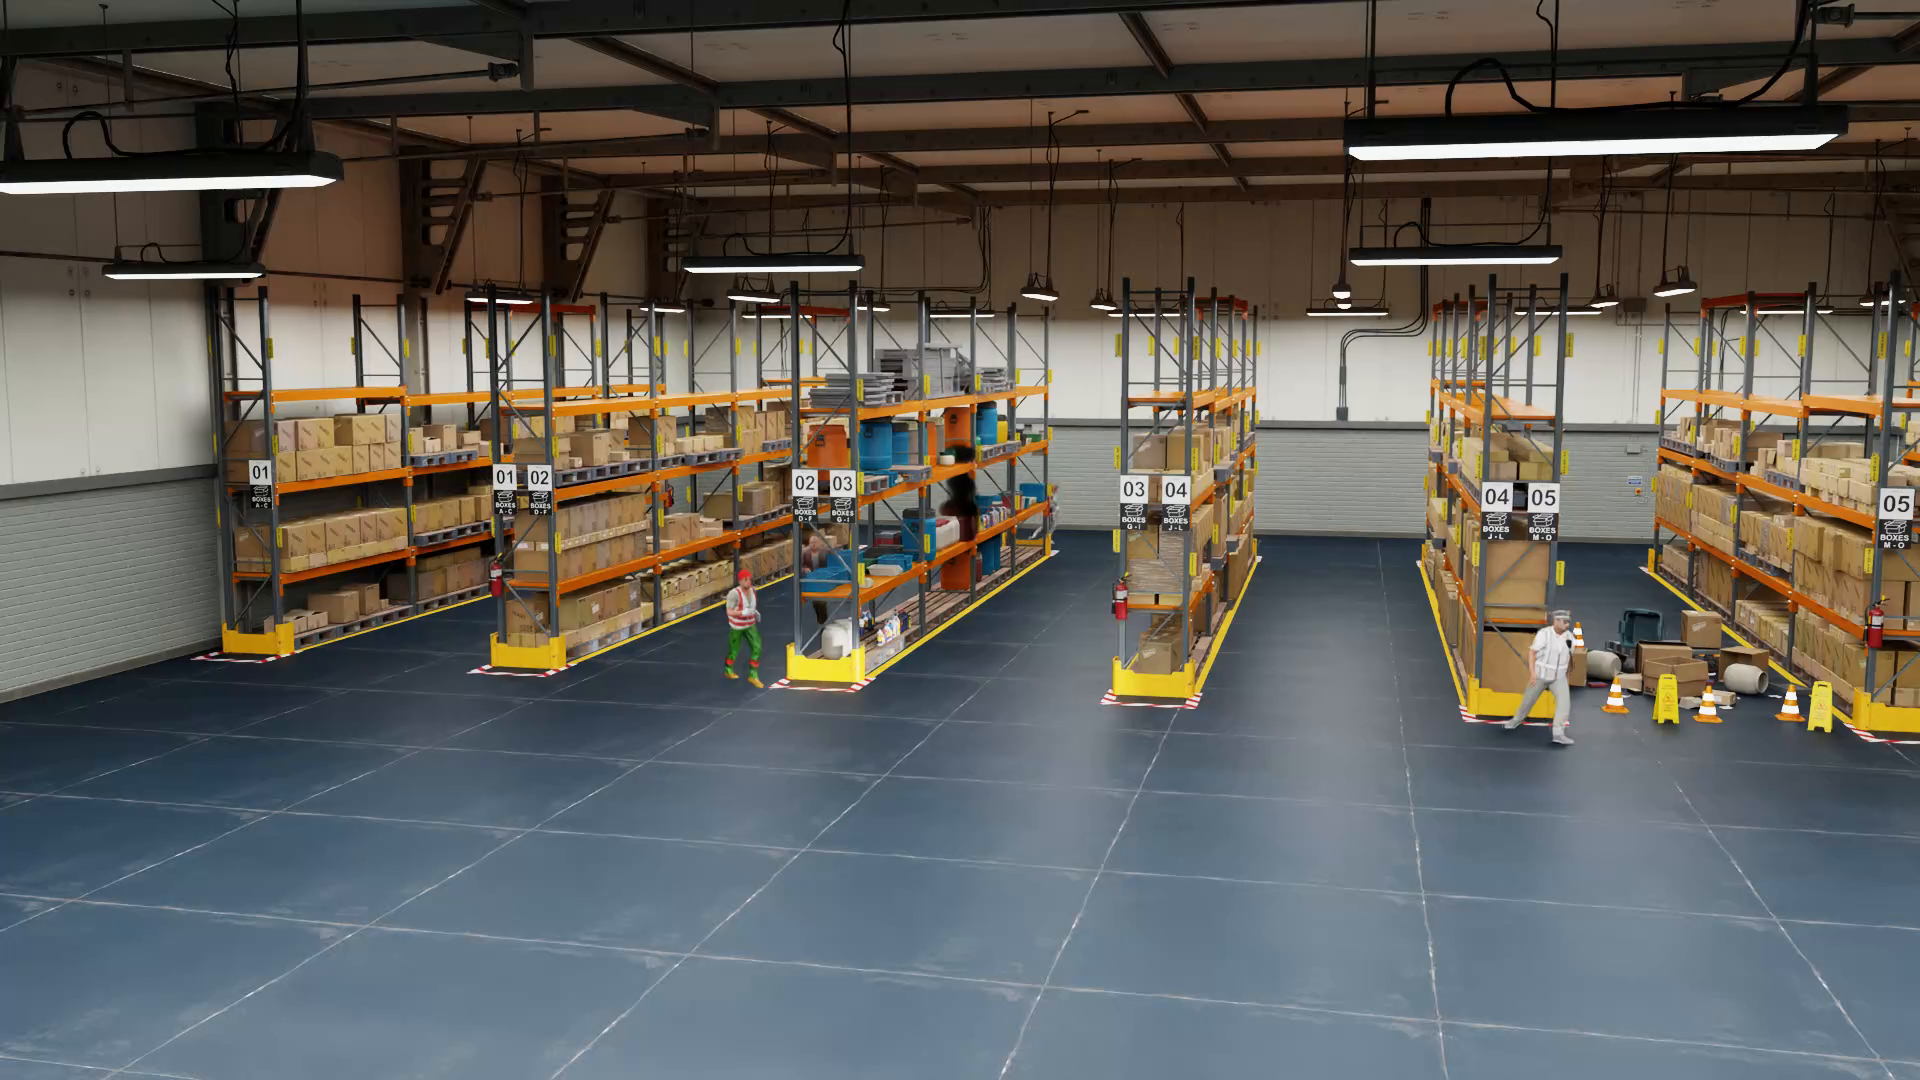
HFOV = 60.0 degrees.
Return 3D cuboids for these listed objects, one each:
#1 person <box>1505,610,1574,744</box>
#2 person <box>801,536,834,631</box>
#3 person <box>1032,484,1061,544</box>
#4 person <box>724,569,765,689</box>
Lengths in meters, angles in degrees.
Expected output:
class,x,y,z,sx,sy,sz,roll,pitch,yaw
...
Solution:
class,x,y,z,sx,sy,sz,roll,pitch,yaw
person,7.492,1.705,21.306,0.672,1.692,1.007,-1,7,-9
person,-2.515,0.865,29.367,0.641,1.539,1.027,1,7,11
person,2.214,-0.684,42.843,0.615,1.542,0.606,5,8,36
person,-3.227,1.297,24.655,0.677,1.770,0.953,-5,8,-35
